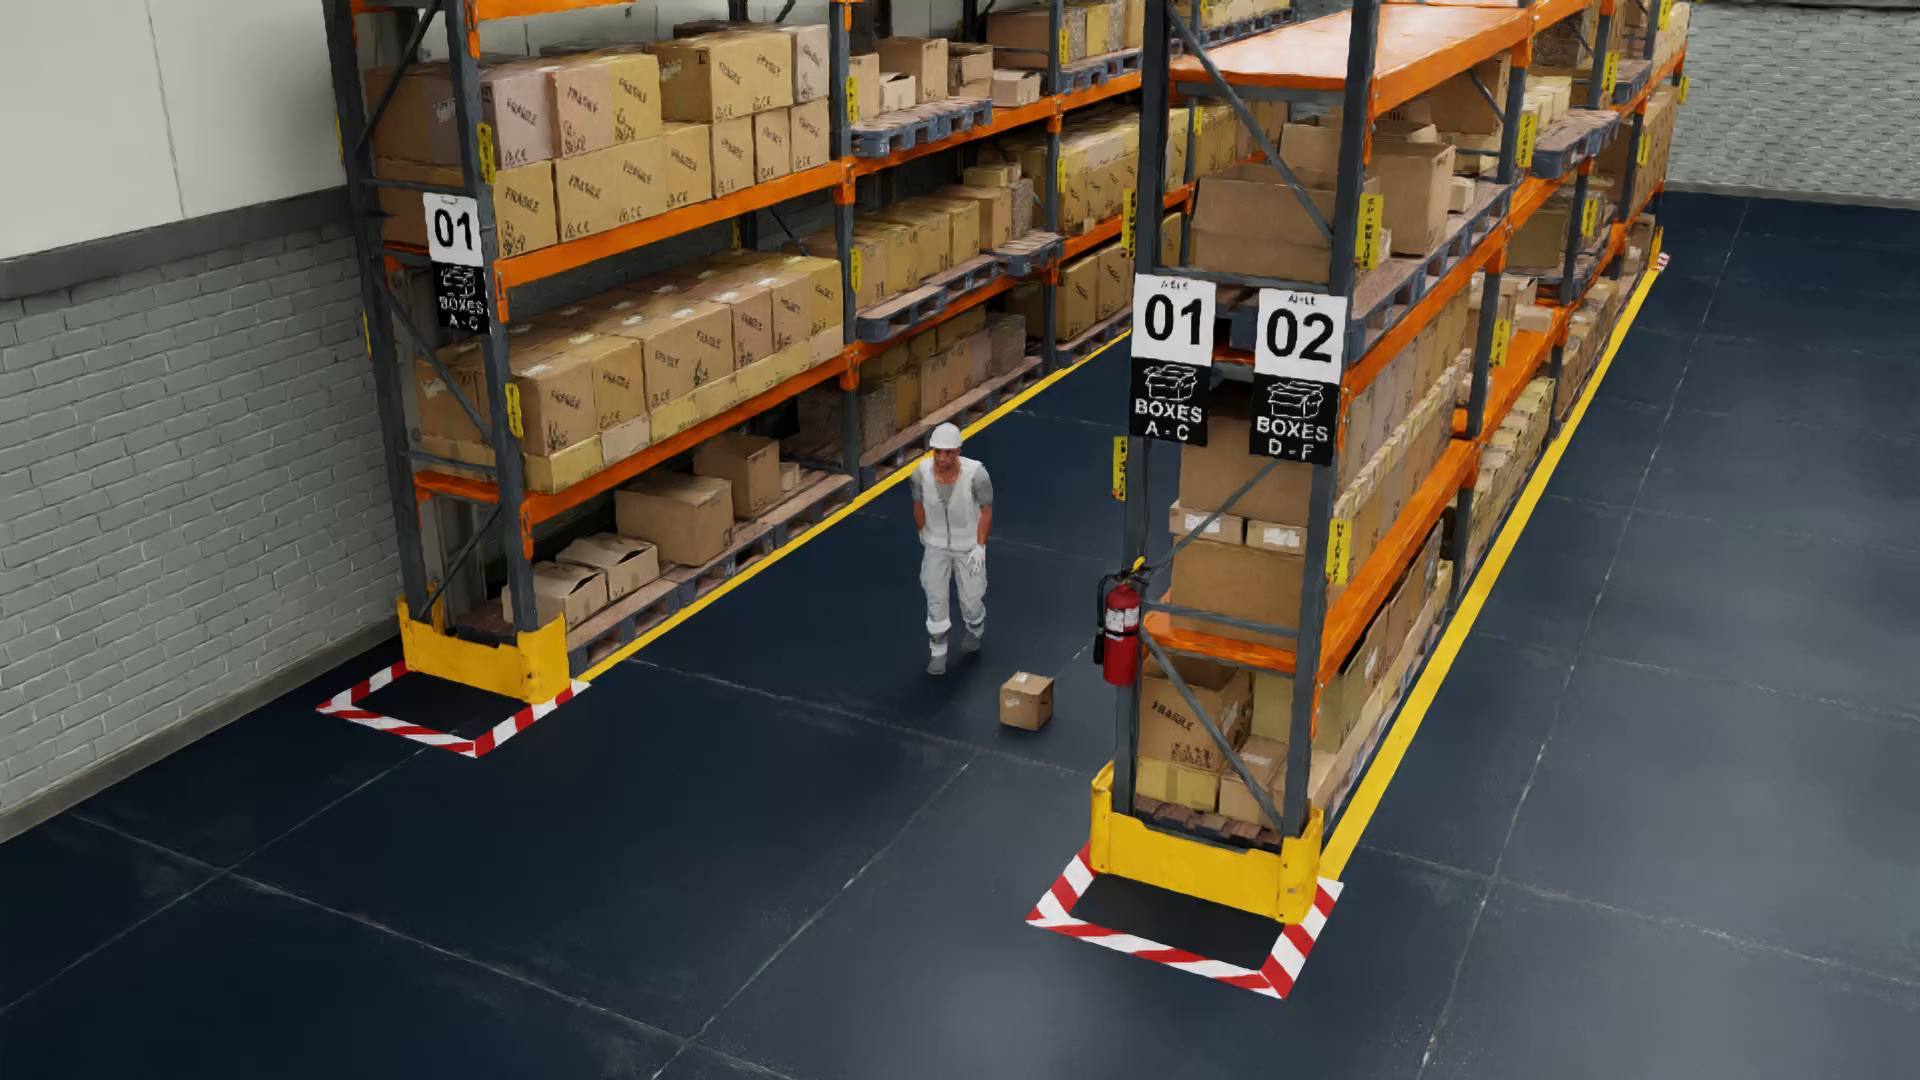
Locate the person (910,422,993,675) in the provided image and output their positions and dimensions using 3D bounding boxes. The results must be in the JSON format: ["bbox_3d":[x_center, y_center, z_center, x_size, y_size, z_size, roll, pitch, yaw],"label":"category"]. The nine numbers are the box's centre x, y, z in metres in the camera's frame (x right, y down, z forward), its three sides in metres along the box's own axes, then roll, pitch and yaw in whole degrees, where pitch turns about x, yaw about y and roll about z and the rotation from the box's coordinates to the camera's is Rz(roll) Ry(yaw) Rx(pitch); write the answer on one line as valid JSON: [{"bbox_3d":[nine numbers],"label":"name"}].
[{"bbox_3d":[-0.046,0.033,10.678,0.535,1.757,0.683,4,23,9],"label":"person"}]
